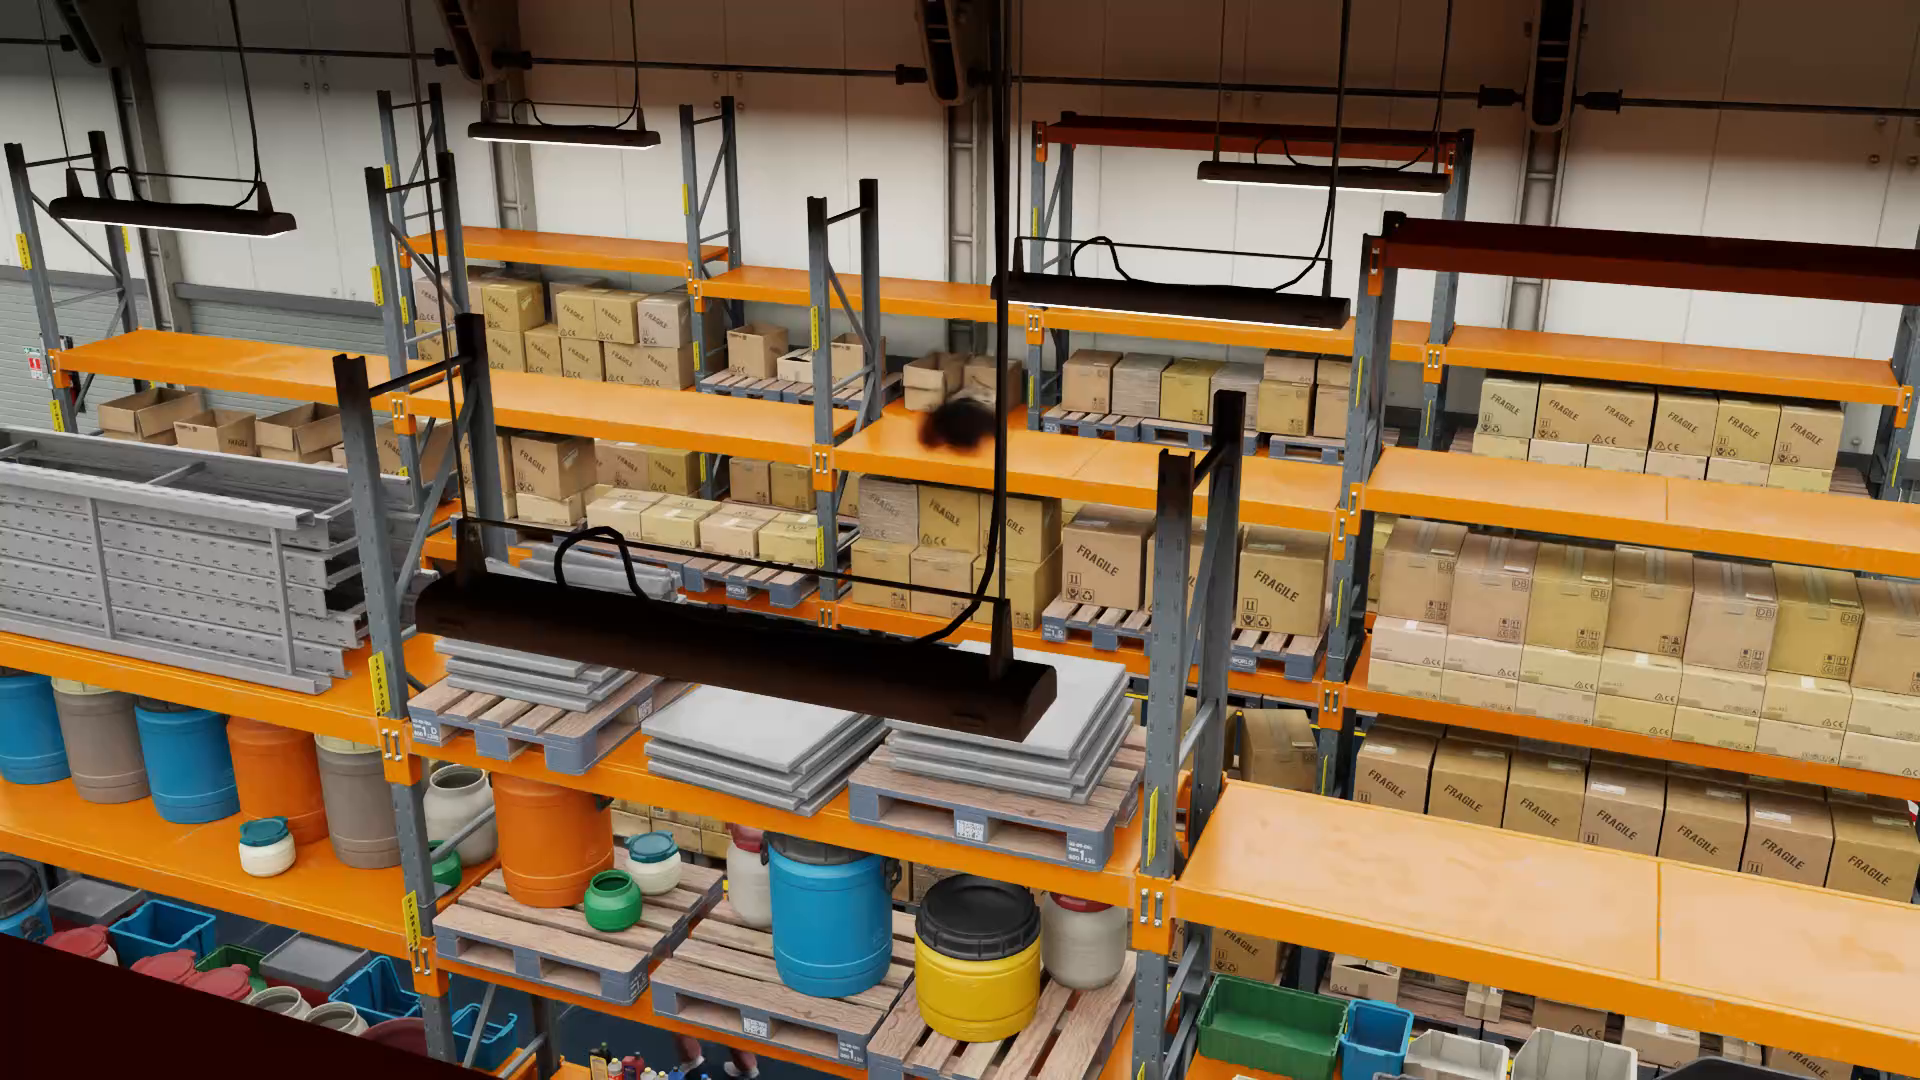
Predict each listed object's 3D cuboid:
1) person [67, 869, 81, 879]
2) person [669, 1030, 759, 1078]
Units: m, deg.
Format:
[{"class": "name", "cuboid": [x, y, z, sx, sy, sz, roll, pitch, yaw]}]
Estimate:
[{"class": "person", "cuboid": [-7.094, 2.516, 13.381, 0.780, 1.708, 0.701, -15, 25, -34]}, {"class": "person", "cuboid": [-1.821, 3.130, 11.832, 0.800, 1.714, 0.561, 10, 23, 25]}]
